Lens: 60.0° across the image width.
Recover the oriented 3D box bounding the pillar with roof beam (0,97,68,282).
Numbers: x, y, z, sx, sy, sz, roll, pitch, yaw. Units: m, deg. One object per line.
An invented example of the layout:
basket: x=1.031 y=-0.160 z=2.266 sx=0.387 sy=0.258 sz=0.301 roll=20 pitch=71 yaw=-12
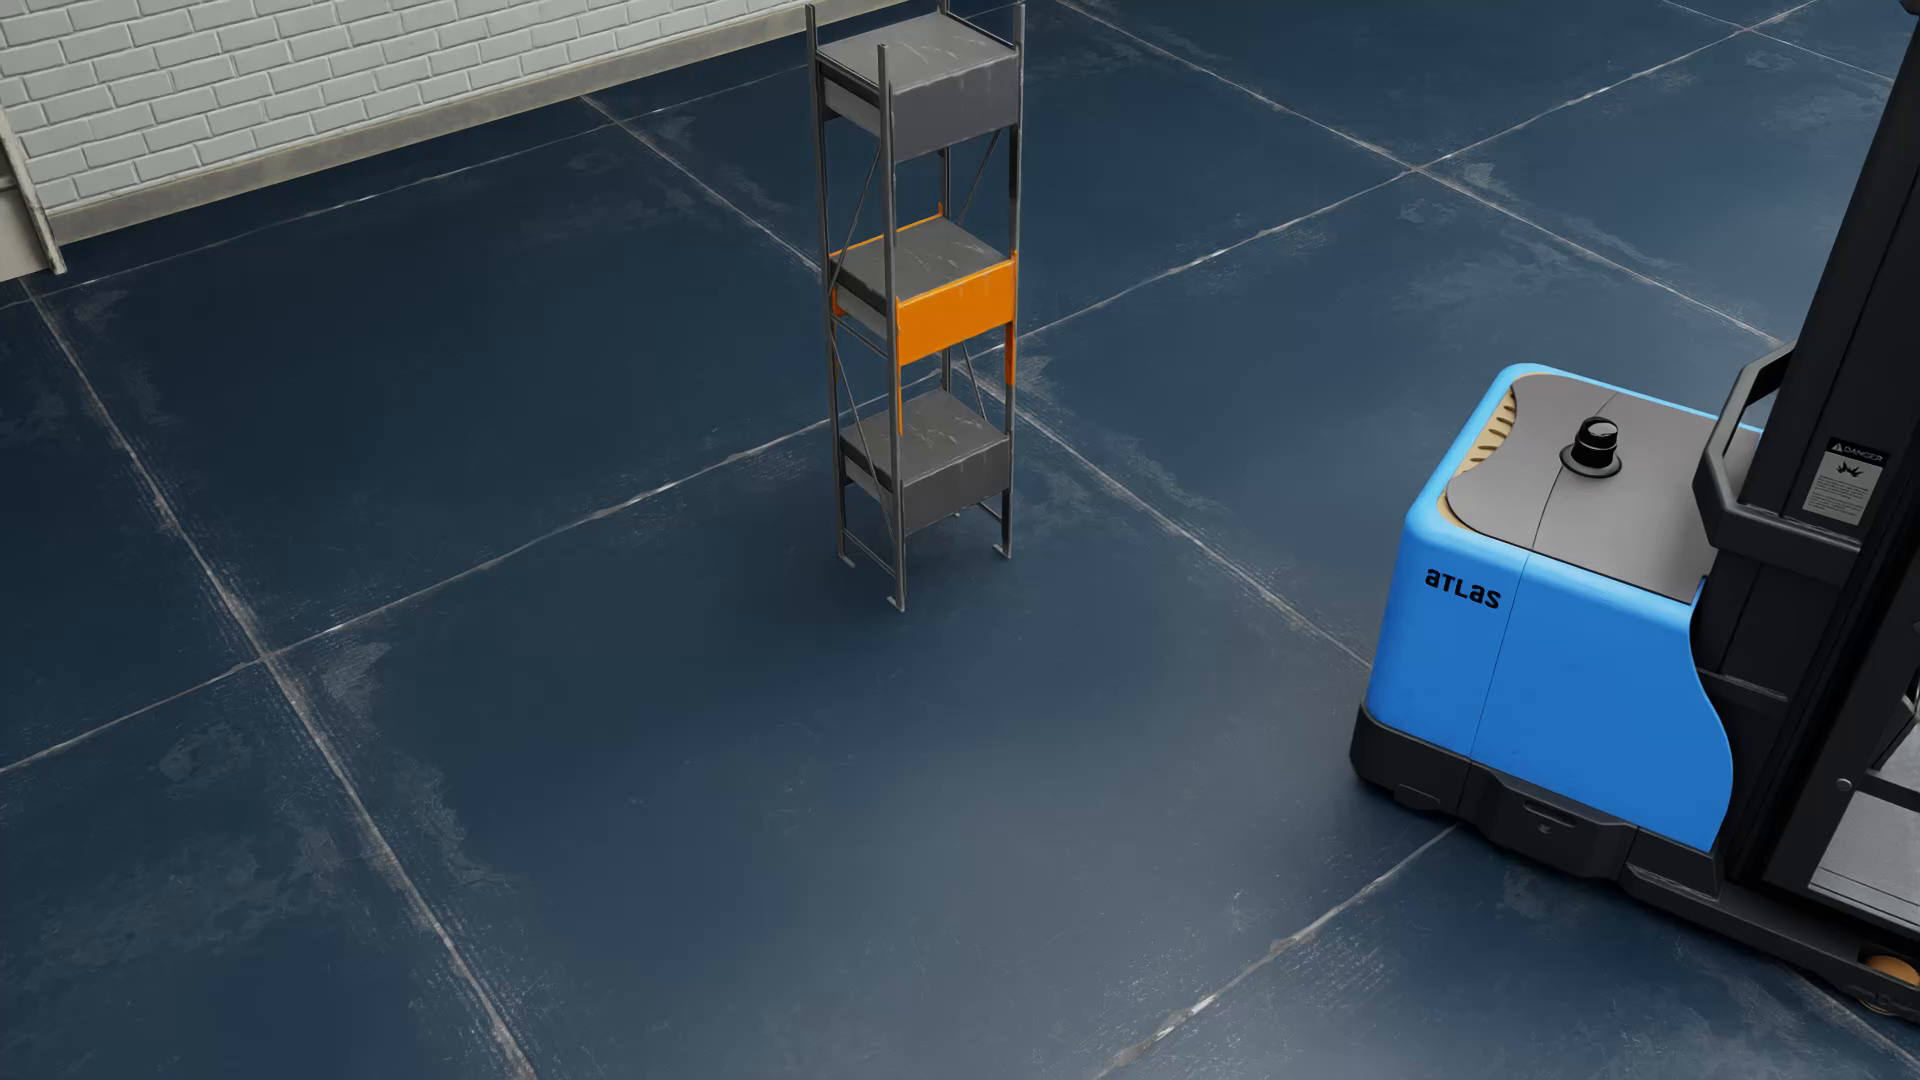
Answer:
pillar with roof beam: x=-1.803 y=-2.572 z=2.291 sx=0.400 sy=9.000 sz=9.100 roll=-26 pitch=46 yaw=-28

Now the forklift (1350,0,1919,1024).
forklift: x=2.763 y=-0.135 z=4.103 sx=3.031 sy=2.935 sz=1.130 roll=21 pitch=44 yaw=24

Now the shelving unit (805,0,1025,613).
shelving unit: x=-0.131 y=-0.748 z=5.506 sx=0.503 sy=2.100 sz=0.431 roll=-26 pitch=46 yaw=-28

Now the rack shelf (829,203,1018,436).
rack shelf: x=-0.131 y=-0.737 z=5.515 sx=0.480 sy=0.518 sz=0.431 roll=-26 pitch=46 yaw=-28

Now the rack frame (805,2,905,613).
rack frame: x=-0.325 y=-0.654 z=5.391 sx=0.015 sy=2.100 sz=0.400 roll=-26 pitch=46 yaw=-28

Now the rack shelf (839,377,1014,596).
rack shelf: x=-0.131 y=-0.196 z=5.959 sx=0.480 sy=0.518 sz=0.431 roll=-26 pitch=46 yaw=-28

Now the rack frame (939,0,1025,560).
rack frame: x=0.062 y=-0.842 z=5.621 sx=0.015 sy=2.100 sz=0.400 roll=-26 pitch=46 yaw=-28

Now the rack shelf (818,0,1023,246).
rack shelf: x=-0.131 y=-1.278 z=5.071 sx=0.480 sy=0.518 sz=0.431 roll=-26 pitch=46 yaw=-28
